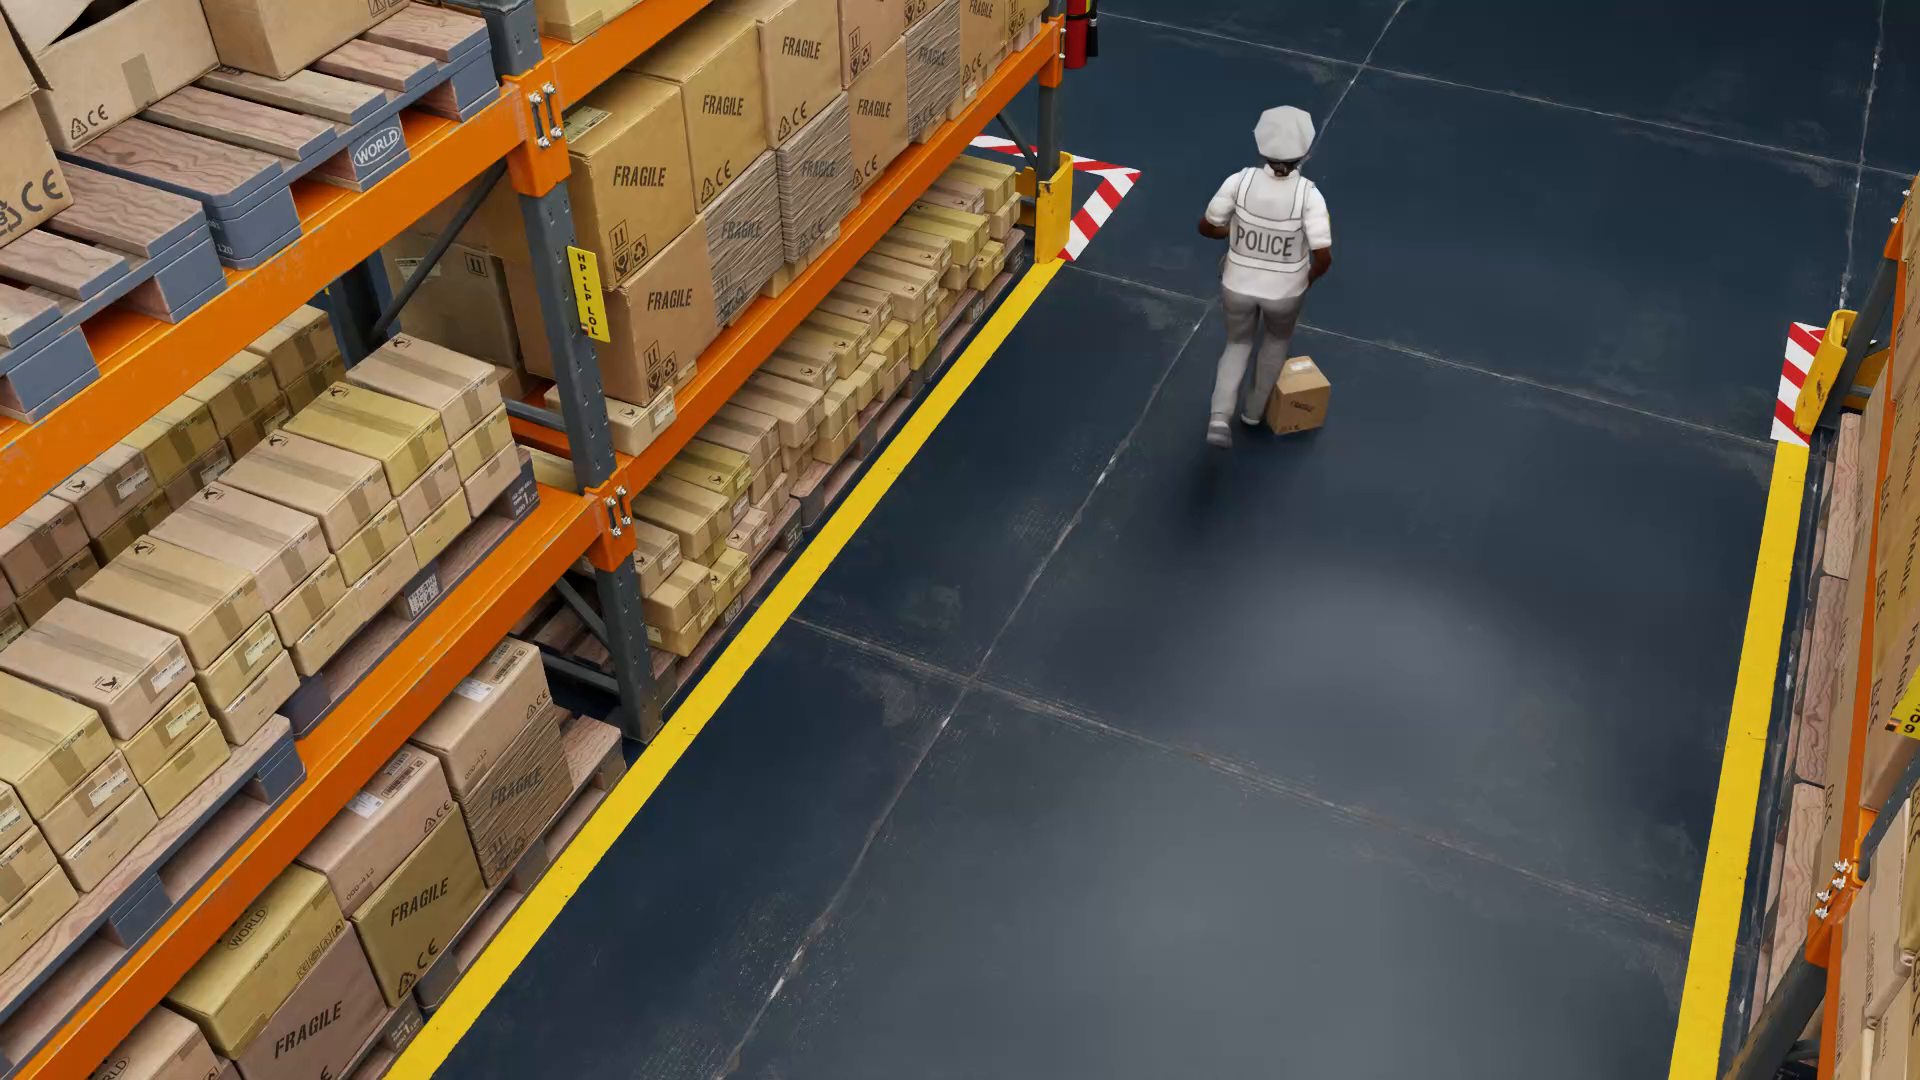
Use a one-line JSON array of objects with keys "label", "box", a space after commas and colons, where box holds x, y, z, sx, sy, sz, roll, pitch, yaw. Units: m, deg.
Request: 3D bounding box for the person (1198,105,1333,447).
[{"label": "person", "box": [1.324, -1.112, 7.389, 0.606, 1.686, 0.687, 13, 44, 14]}]
